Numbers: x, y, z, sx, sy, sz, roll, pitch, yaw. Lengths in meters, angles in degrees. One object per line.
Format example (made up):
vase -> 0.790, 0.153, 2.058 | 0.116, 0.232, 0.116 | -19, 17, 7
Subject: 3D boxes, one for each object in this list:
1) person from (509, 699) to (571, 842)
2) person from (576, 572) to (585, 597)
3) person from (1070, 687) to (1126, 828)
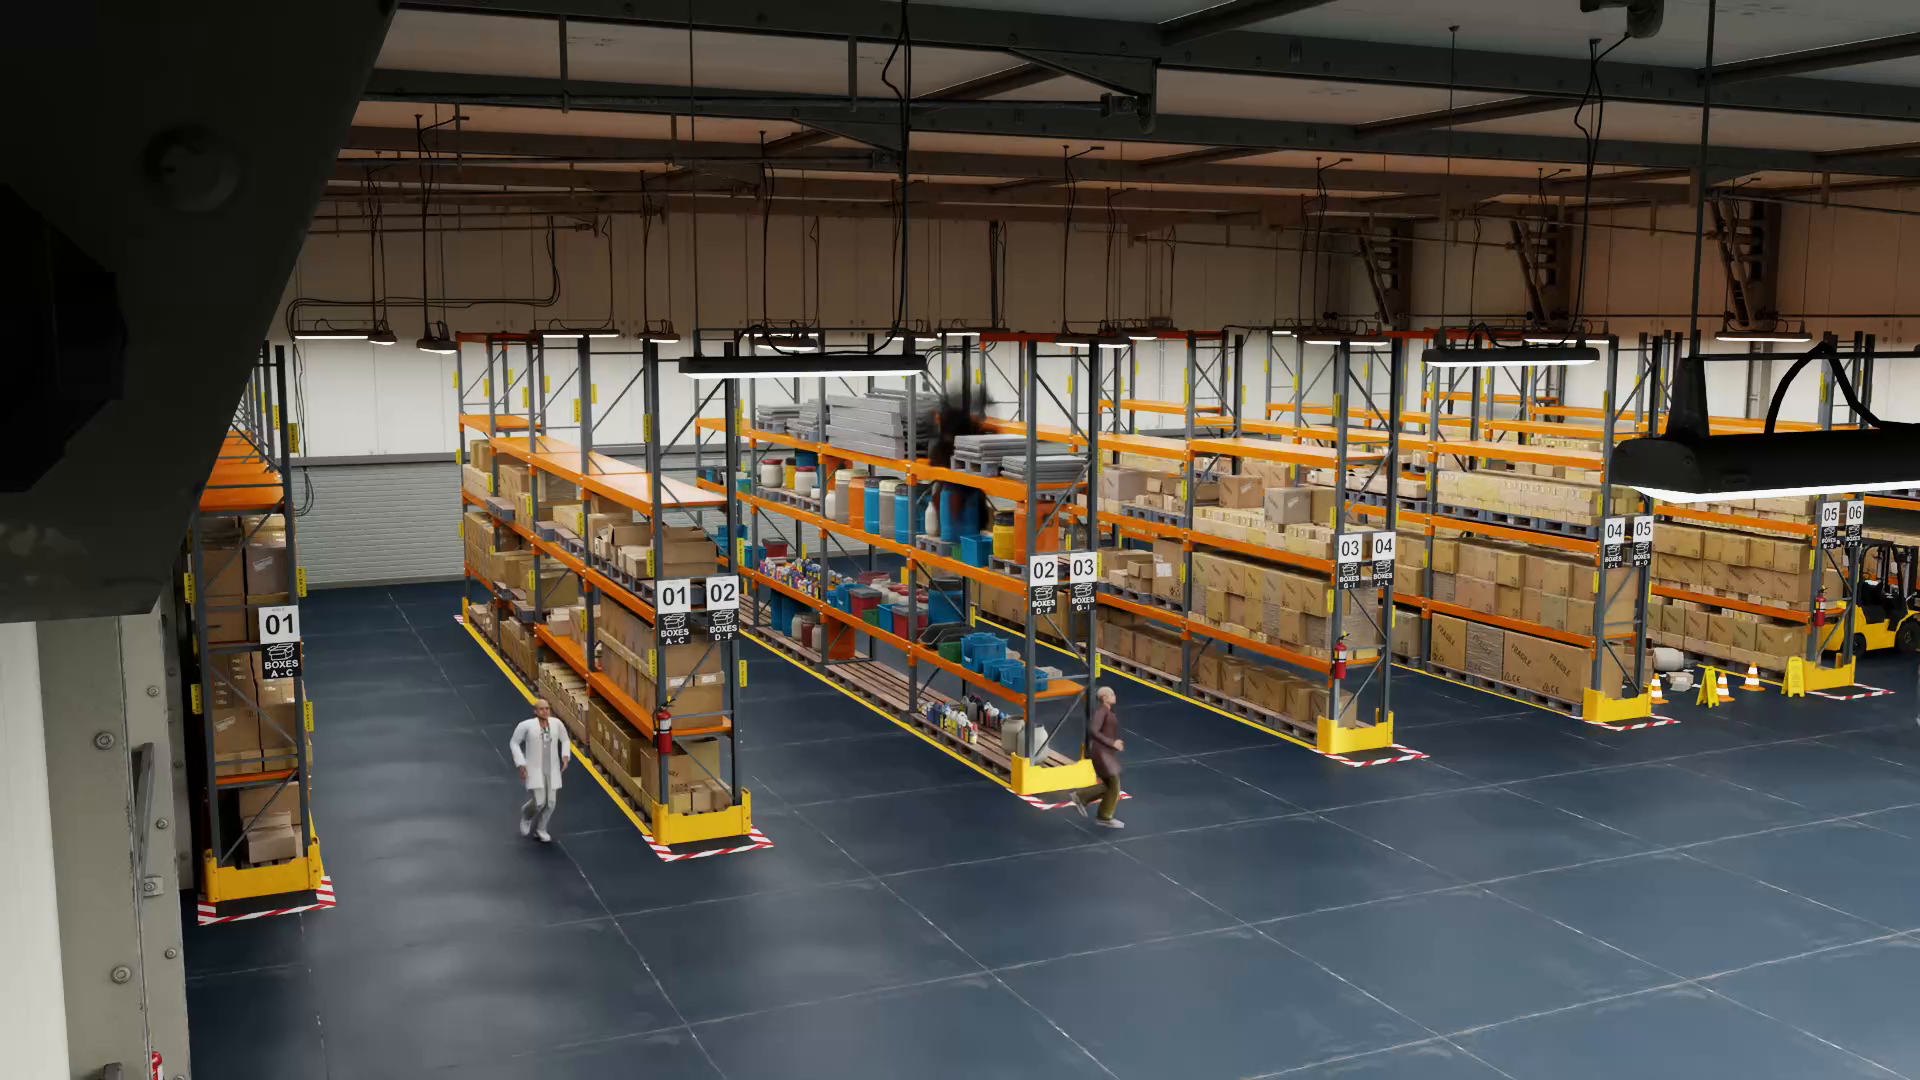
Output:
person -> -5.037, 2.776, 20.118 | 0.718, 1.736, 0.614 | -6, 10, -36
person -> -7.865, 0.784, 34.897 | 0.883, 1.737, 0.670 | 7, 10, 42
person -> 1.740, 2.696, 20.834 | 0.705, 1.732, 0.747 | 2, 8, 12
